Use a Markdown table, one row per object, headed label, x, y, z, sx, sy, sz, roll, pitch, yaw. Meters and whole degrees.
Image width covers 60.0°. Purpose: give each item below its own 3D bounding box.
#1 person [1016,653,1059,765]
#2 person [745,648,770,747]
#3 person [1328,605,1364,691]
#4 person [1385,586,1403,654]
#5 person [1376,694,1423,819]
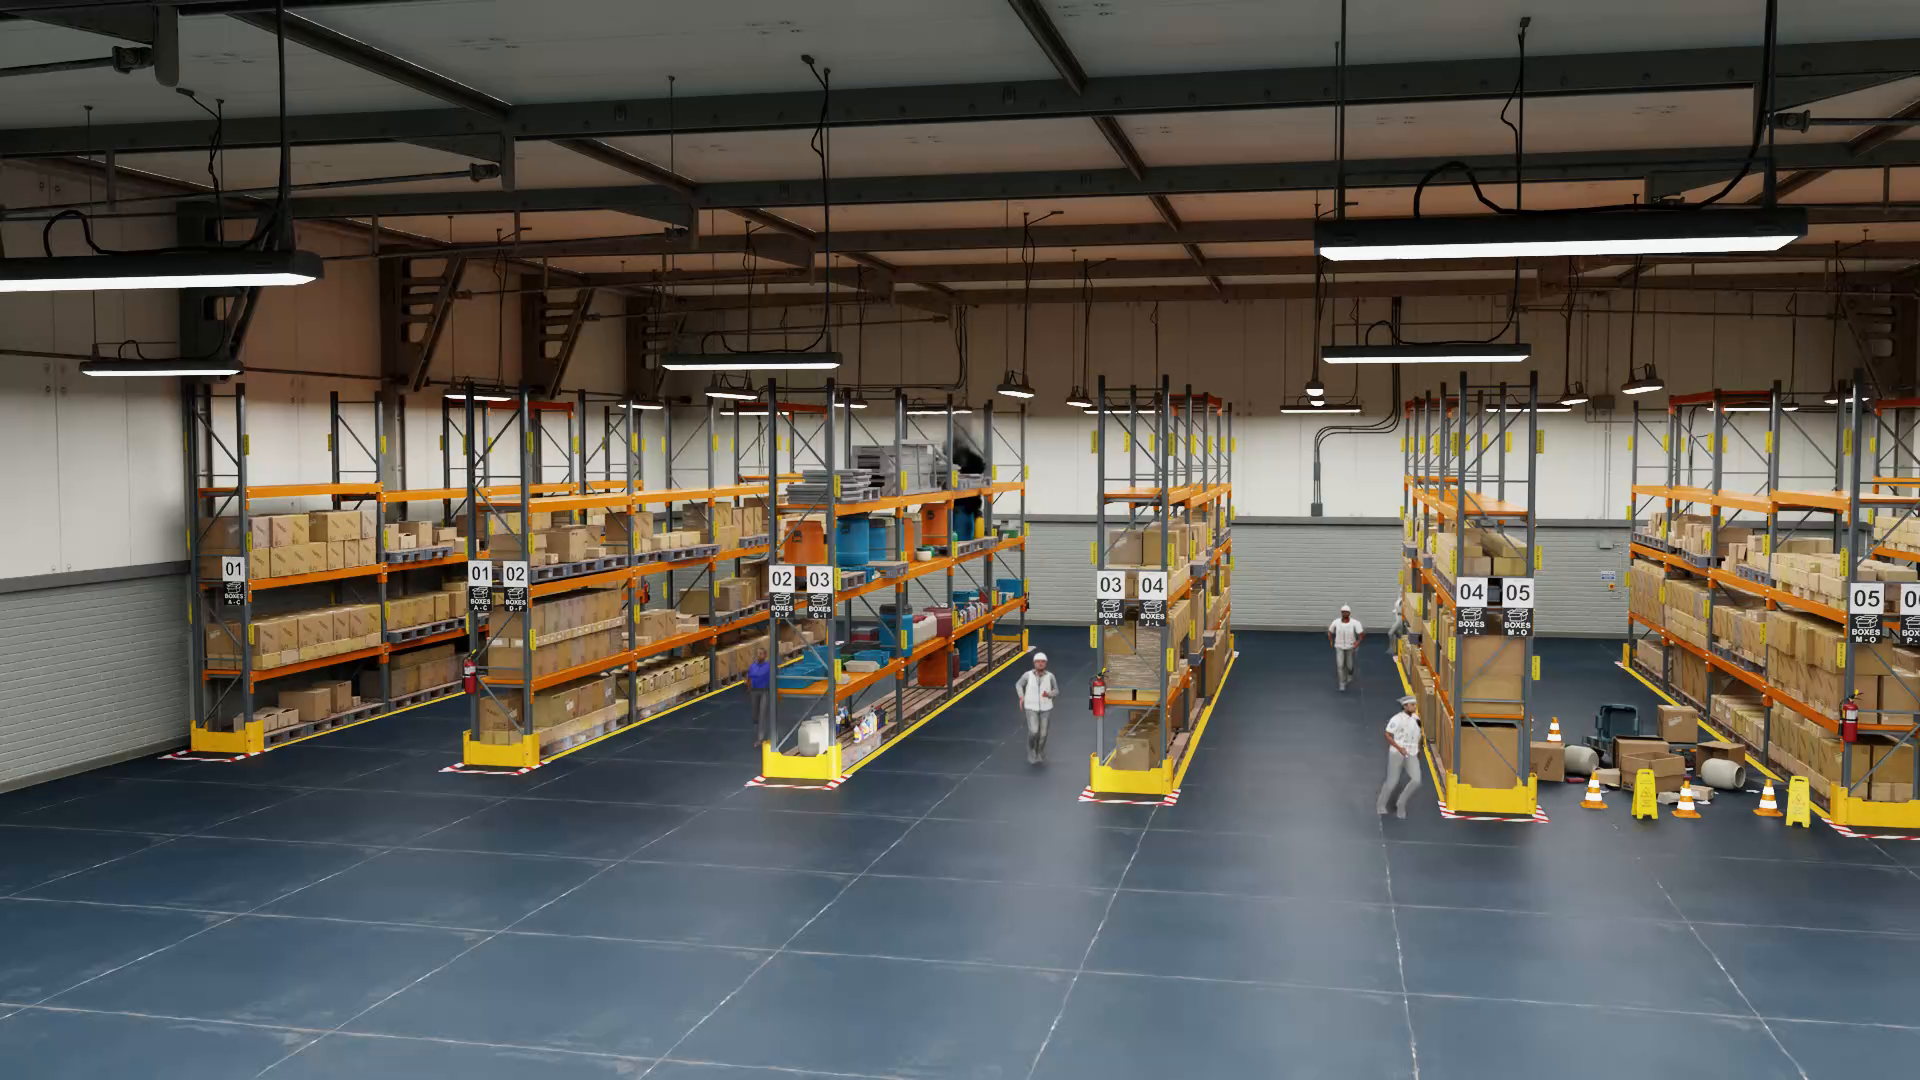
| label | x | y | z | sx | sy | sz | roll | pitch | yaw |
| --- | --- | --- | --- | --- | --- | --- | --- | --- | --- |
| person | 1.224 | 2.633 | 25.922 | 0.644 | 1.751 | 0.642 | 0 | 3 | -6 |
| person | -3.309 | 2.614 | 27.892 | 0.584 | 1.628 | 0.668 | 1 | 3 | 11 |
| person | 7.861 | 2.194 | 33.929 | 0.738 | 1.733 | 0.750 | 1 | 3 | 19 |
| person | 10.546 | 1.934 | 39.660 | 0.669 | 1.677 | 0.756 | 0 | 3 | 1 |
| person | 5.998 | 2.901 | 22.381 | 0.648 | 1.671 | 0.632 | -1 | 3 | -16 |
